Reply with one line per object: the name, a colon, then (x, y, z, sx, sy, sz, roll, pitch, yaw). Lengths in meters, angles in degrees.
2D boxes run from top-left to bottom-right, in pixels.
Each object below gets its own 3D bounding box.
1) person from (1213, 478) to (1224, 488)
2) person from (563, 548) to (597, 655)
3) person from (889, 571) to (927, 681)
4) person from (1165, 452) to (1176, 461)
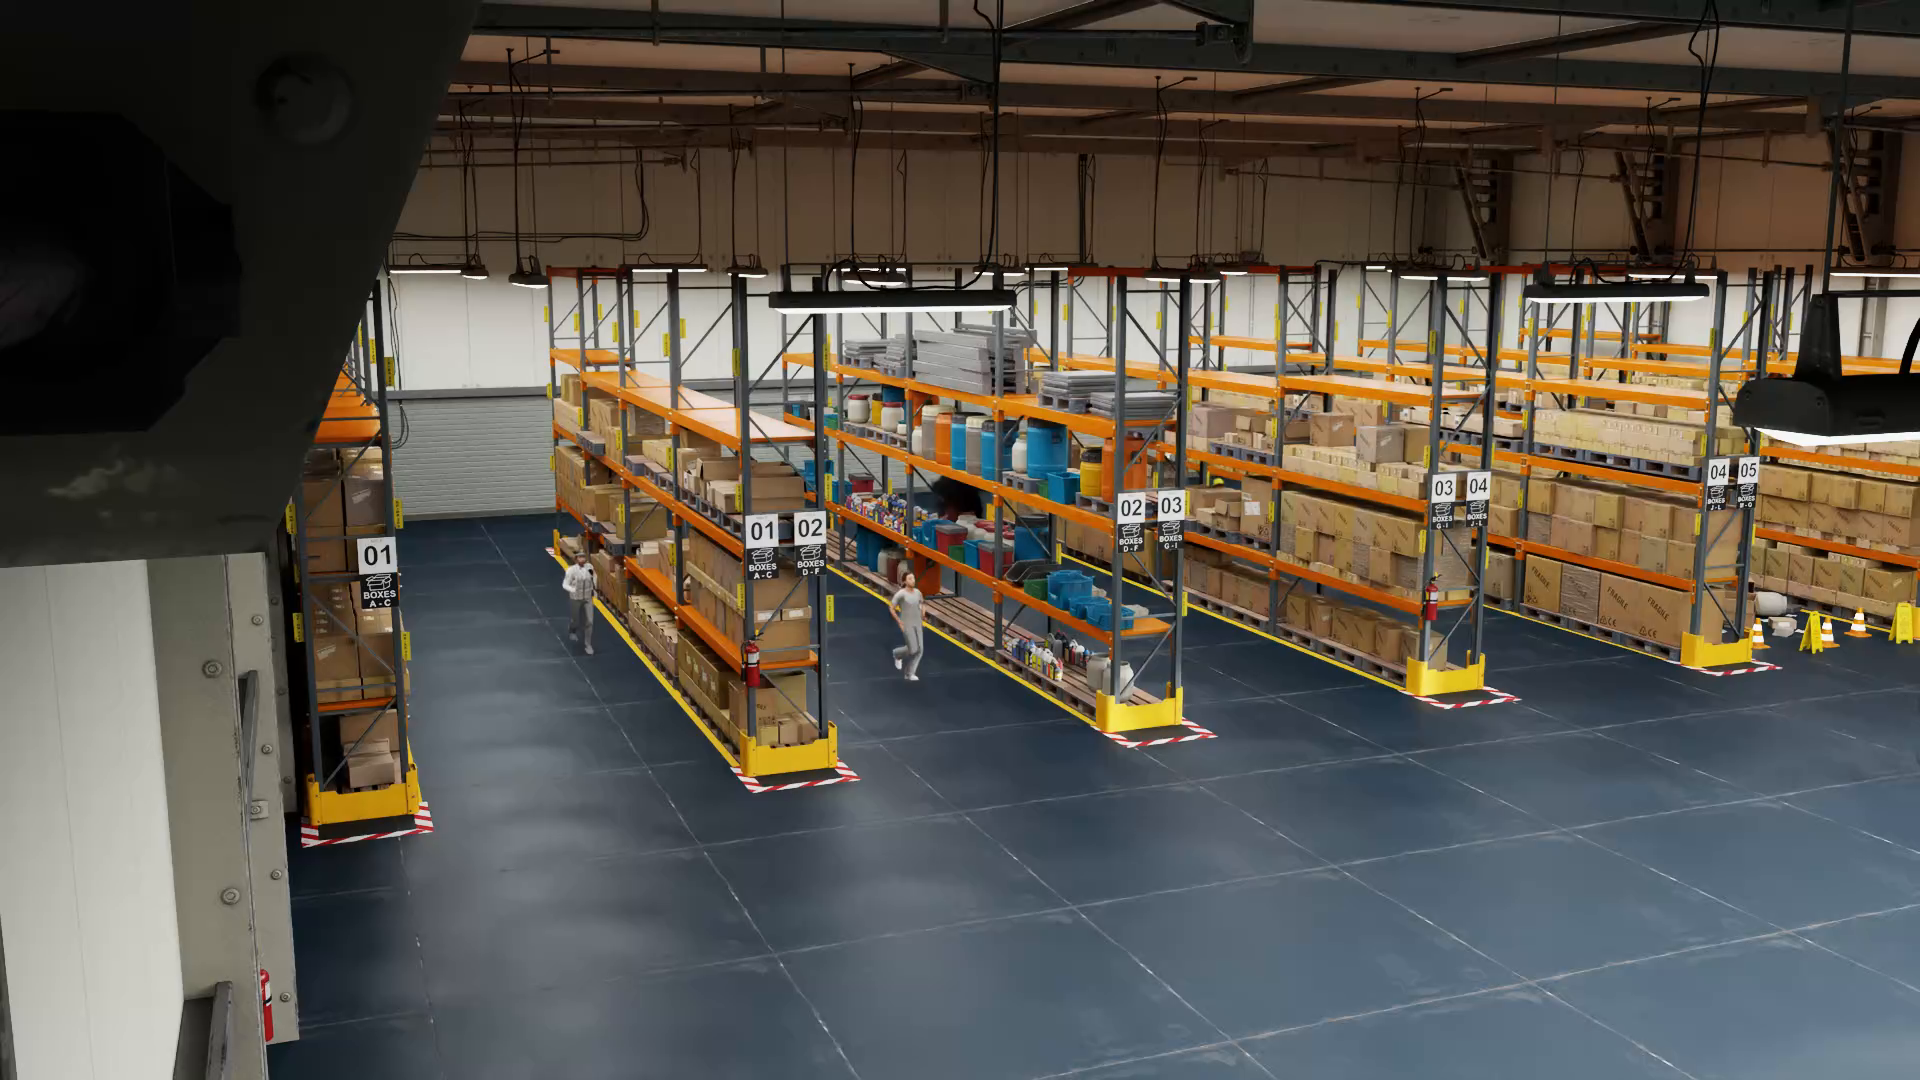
person: (5.224, -0.360, 33.751, 0.695, 1.801, 0.607, -5, 11, -27)
person: (-6.032, 0.933, 26.473, 0.600, 1.676, 0.892, -5, 11, -28)
person: (-0.734, 1.259, 24.436, 0.564, 1.618, 0.574, -7, 12, -36)
person: (5.083, -1.654, 41.138, 0.617, 1.740, 0.701, -9, 13, -42)
